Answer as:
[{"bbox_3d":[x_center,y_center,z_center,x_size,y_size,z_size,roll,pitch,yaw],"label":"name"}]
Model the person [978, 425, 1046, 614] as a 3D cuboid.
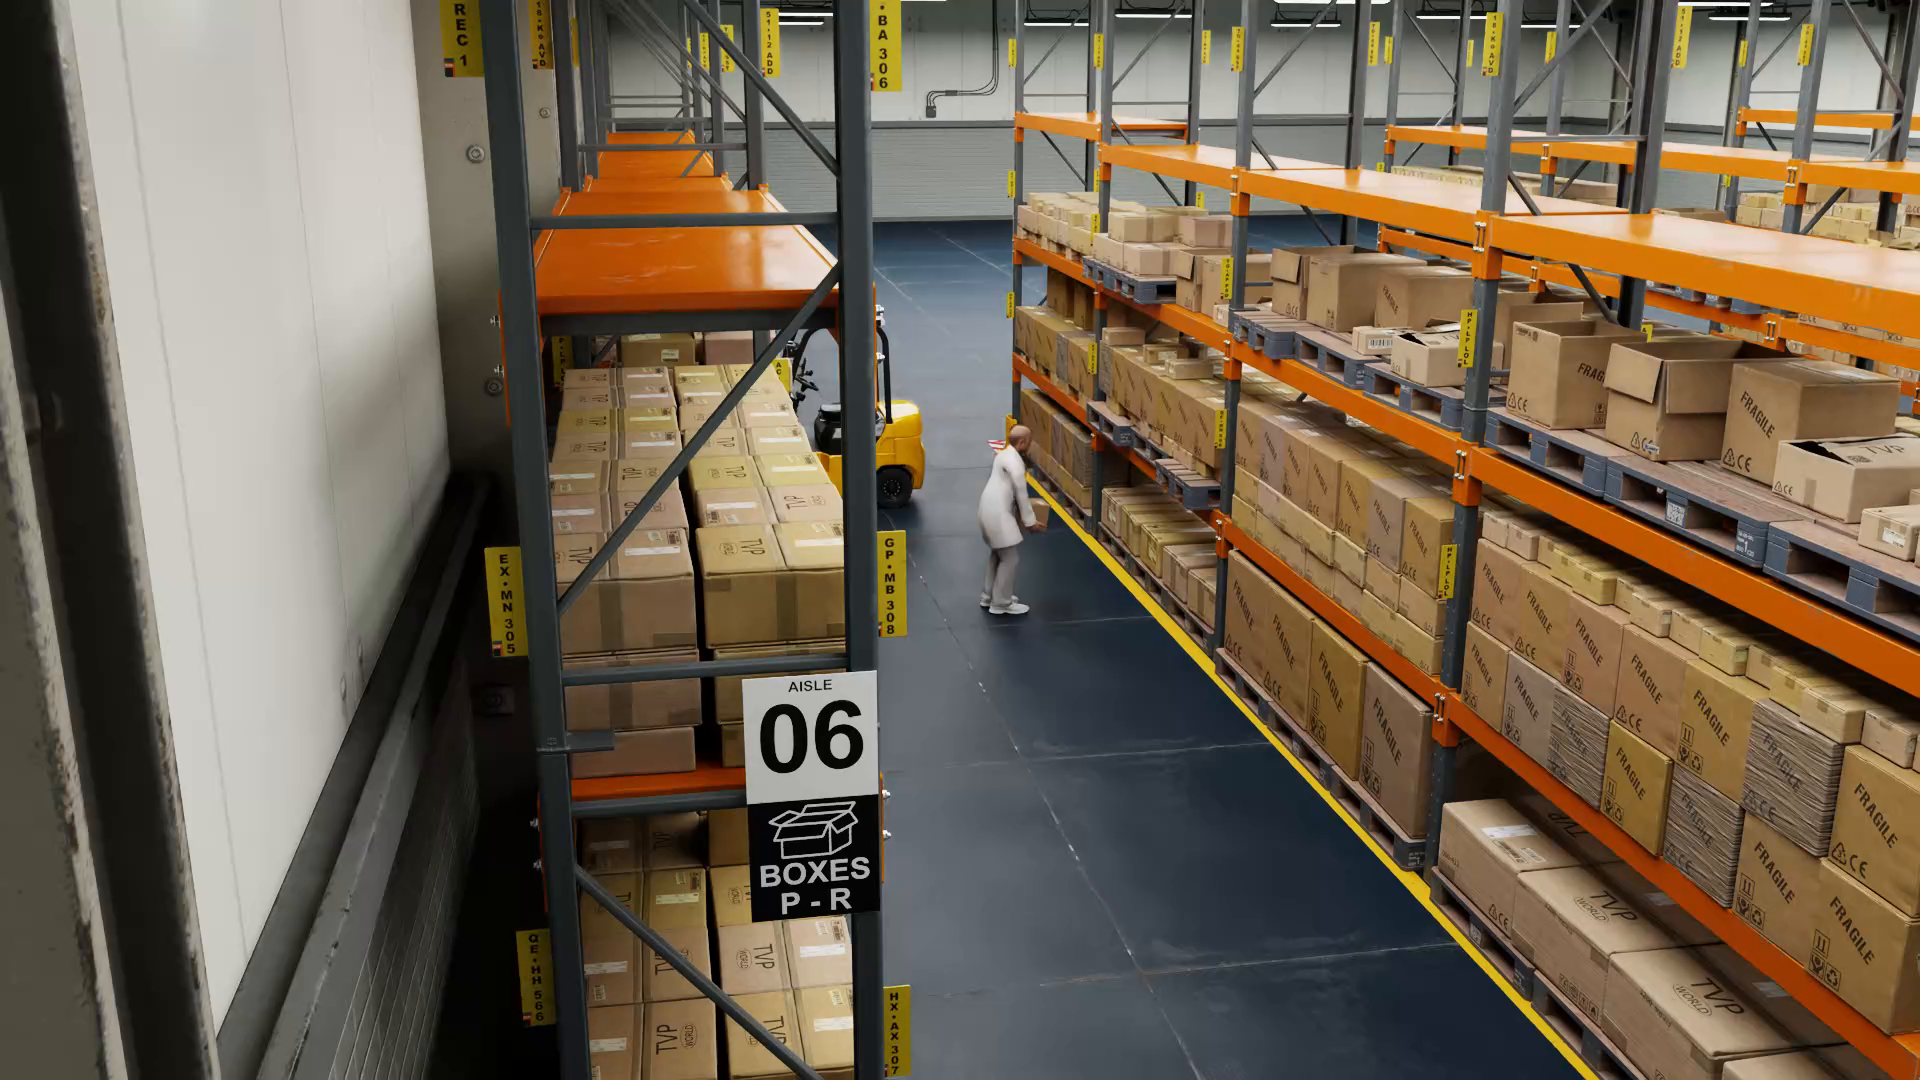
[{"bbox_3d":[0.467,-0.193,15.304,0.601,1.744,0.530,-3,16,-11],"label":"person"}]
